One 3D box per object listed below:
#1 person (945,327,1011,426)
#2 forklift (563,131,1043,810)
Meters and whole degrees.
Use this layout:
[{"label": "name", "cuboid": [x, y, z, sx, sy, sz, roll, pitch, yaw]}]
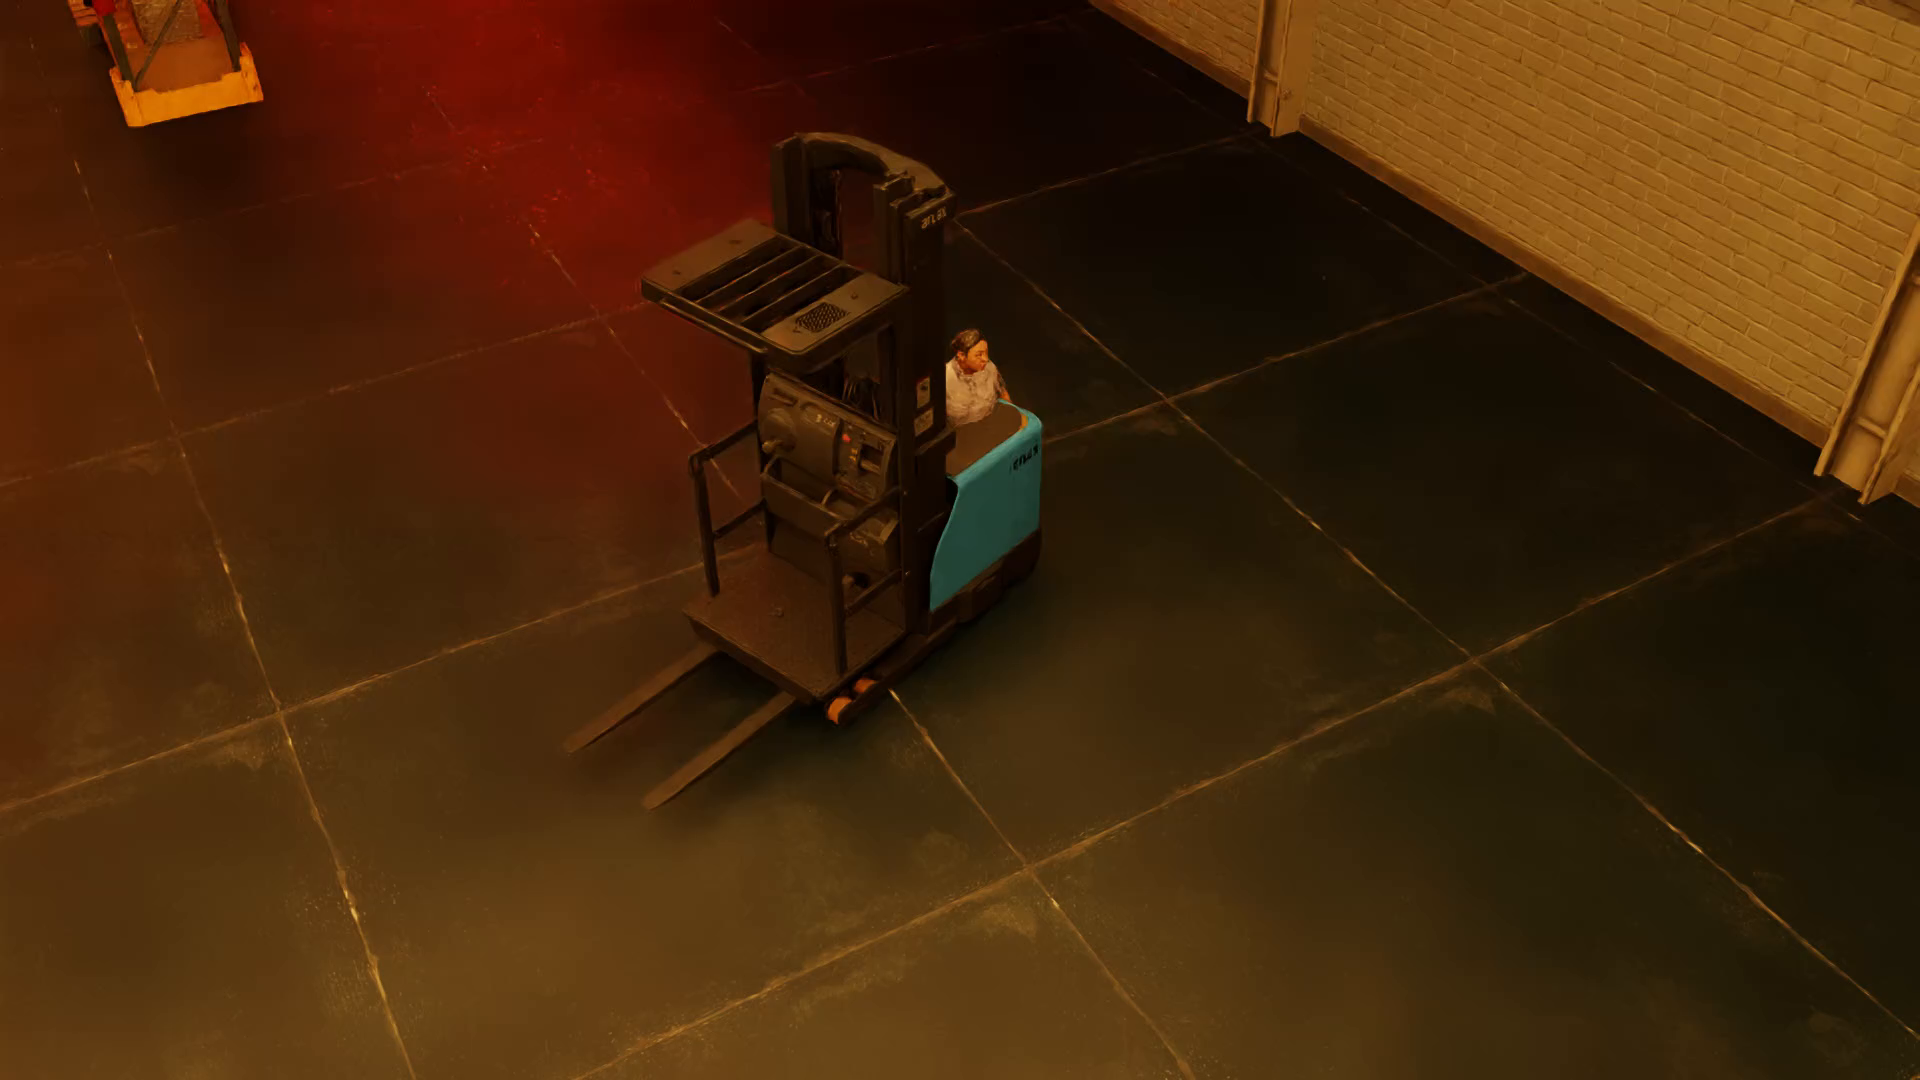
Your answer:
[{"label": "person", "cuboid": [0.076, -0.490, 9.655, 0.671, 1.611, 0.490, -21, 44, -24]}, {"label": "forklift", "cuboid": [-0.843, -0.477, 8.611, 1.130, 2.935, 3.031, 28, 47, 30]}]
